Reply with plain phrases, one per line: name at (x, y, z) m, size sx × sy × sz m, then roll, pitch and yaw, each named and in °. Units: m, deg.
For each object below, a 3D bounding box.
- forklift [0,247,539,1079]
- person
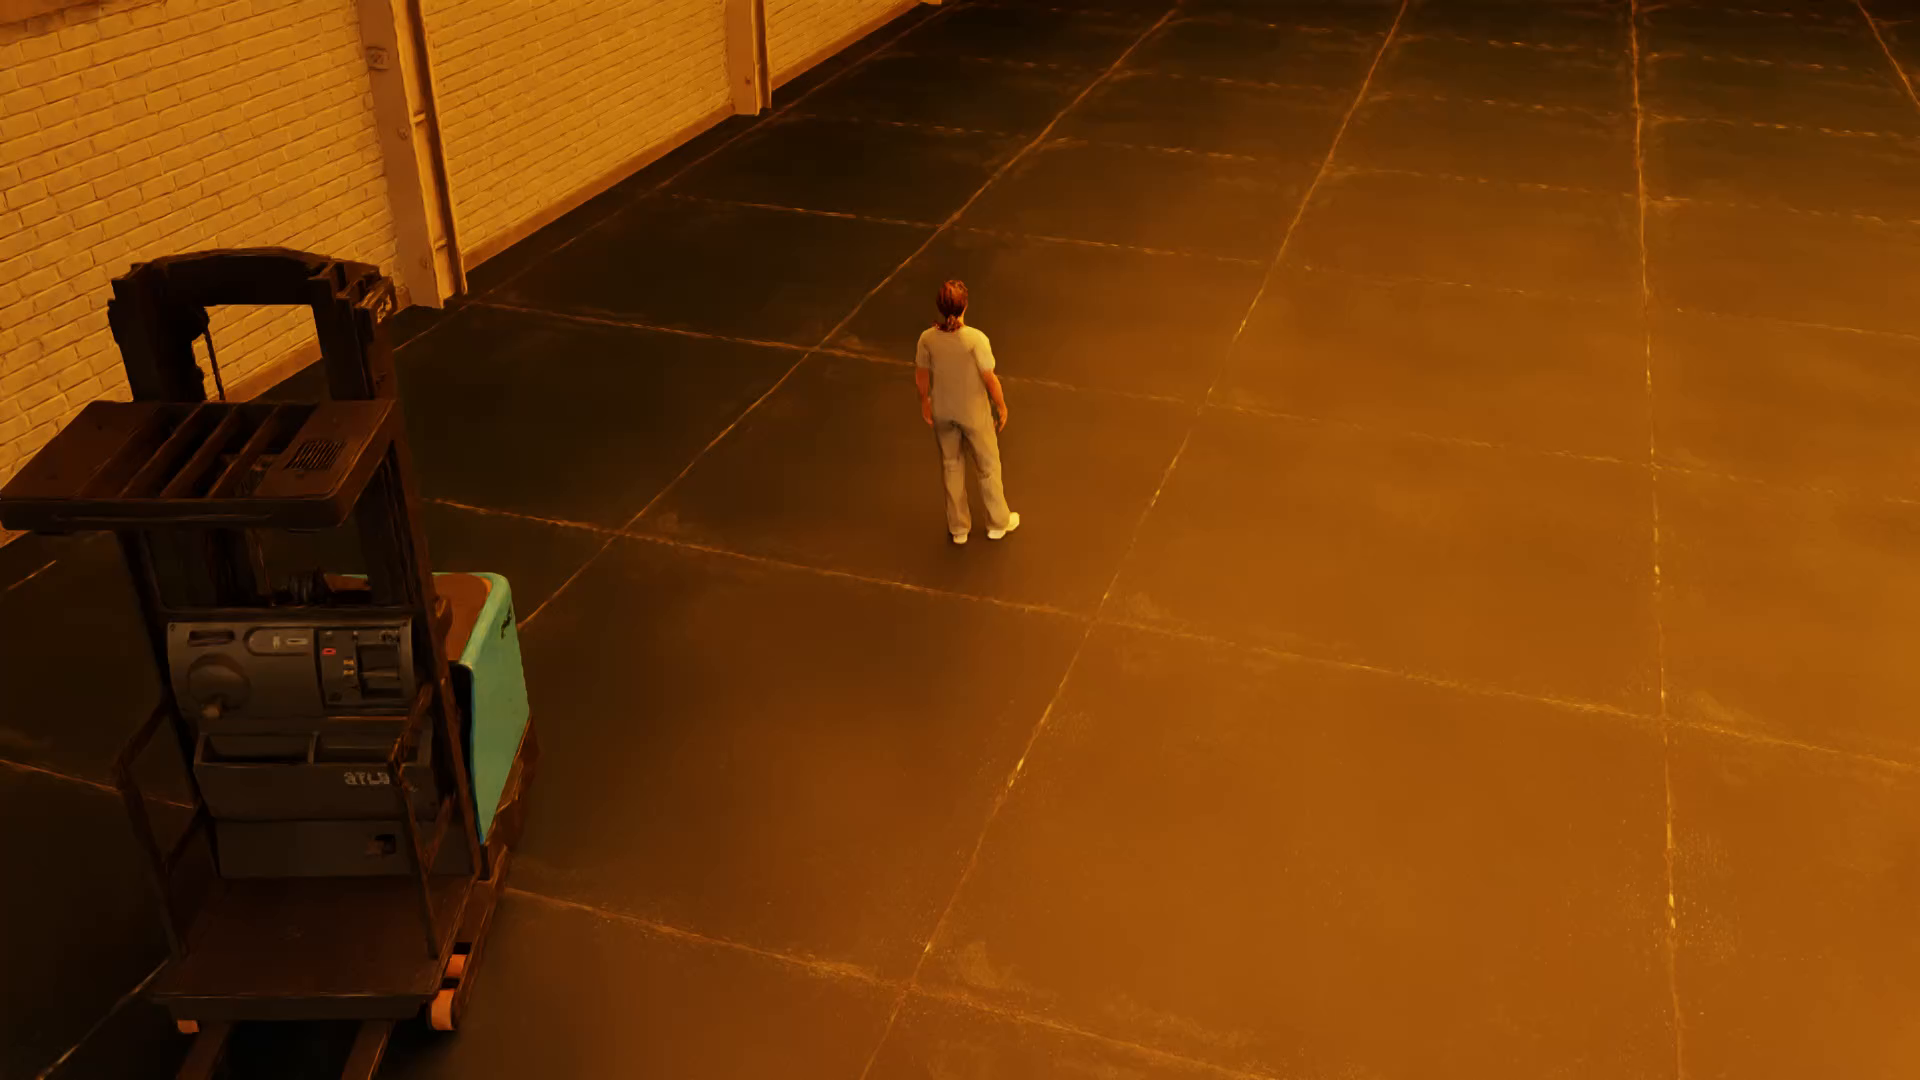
forklift at (-2.554, 0.537, 6.195) m, size 1.130 × 2.935 × 3.031 m, roll -1°, pitch 30°, yaw -1°
person at (0.037, -0.766, 9.735) m, size 0.550 × 1.674 × 0.548 m, roll 10°, pitch 31°, yaw 16°
